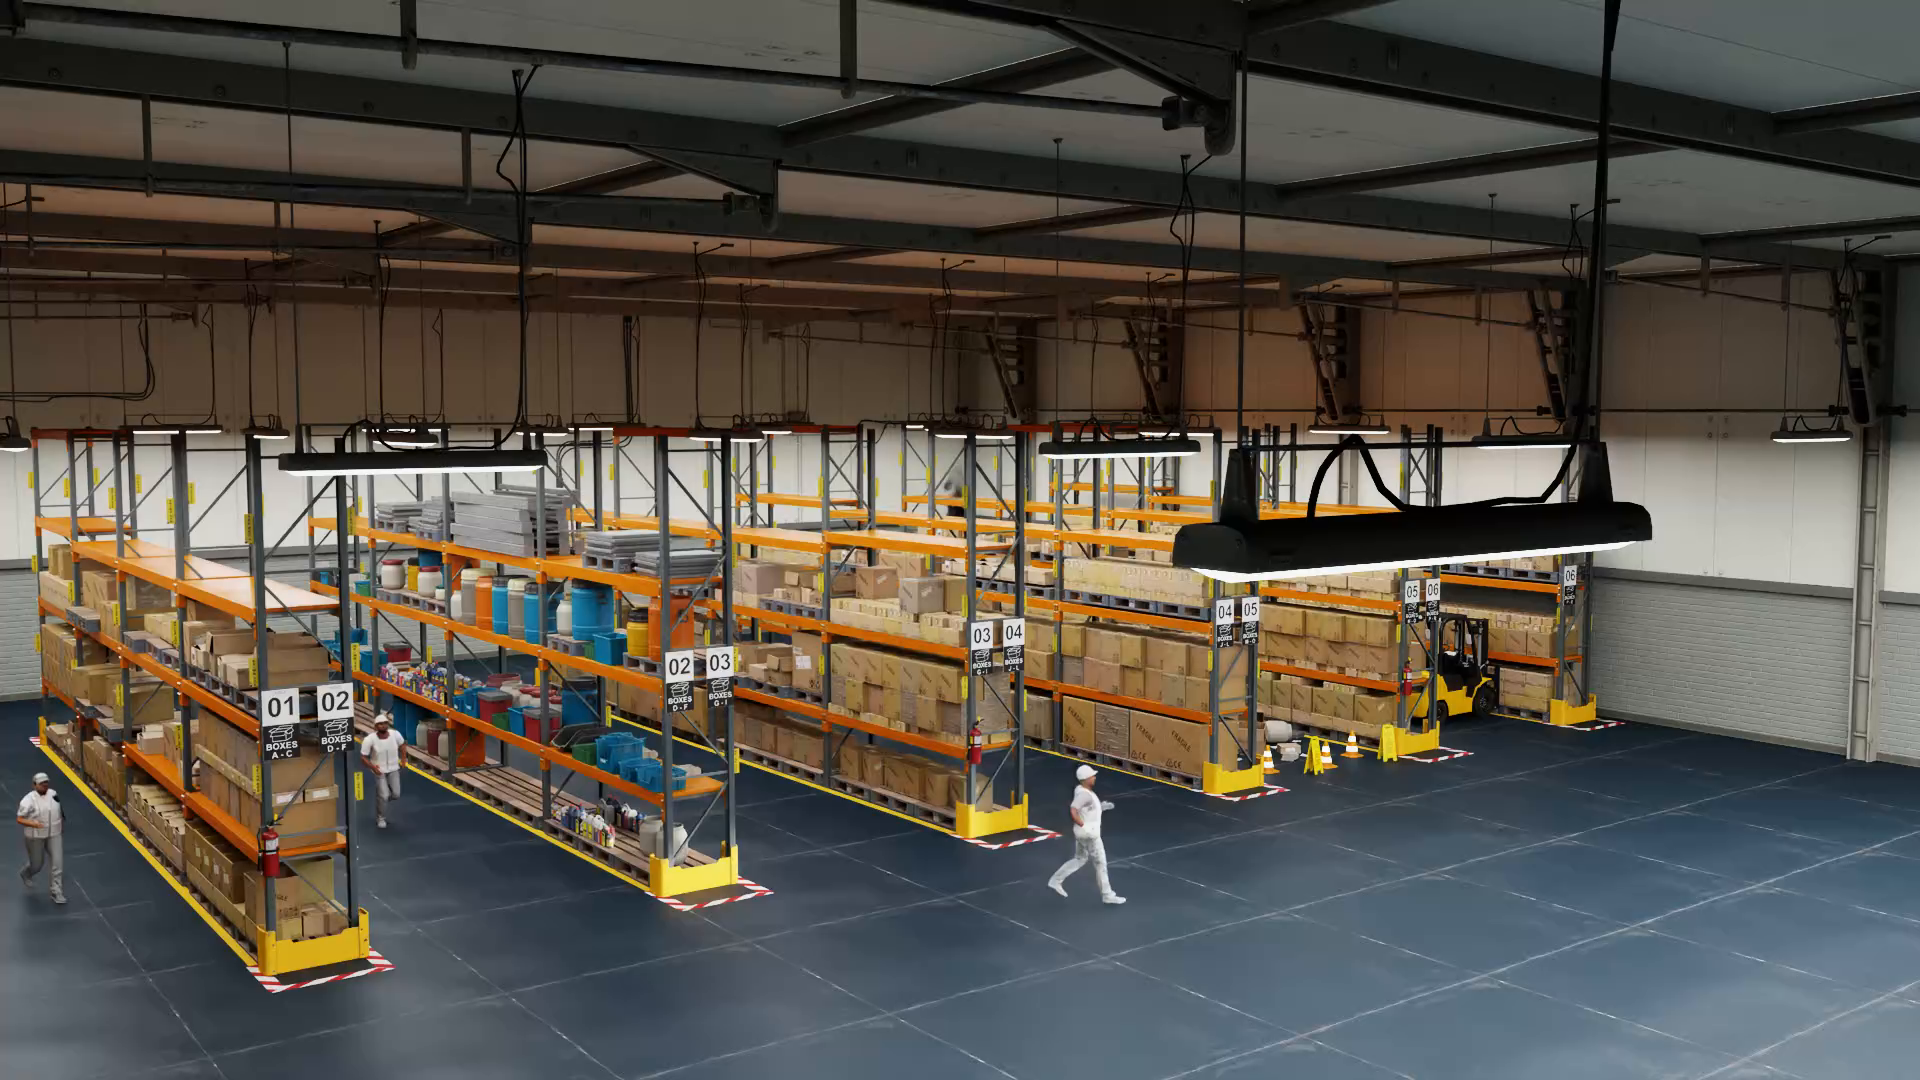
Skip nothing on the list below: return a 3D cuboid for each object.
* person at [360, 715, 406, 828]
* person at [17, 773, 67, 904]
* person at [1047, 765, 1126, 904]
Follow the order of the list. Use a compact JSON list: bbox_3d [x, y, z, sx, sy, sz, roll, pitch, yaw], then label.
[{"bbox_3d":[-8.737,3.497,25.261,0.722,1.729,0.649,-3,6,-37],"label":"person"},{"bbox_3d":[-11.832,3.821,21.451,0.891,1.664,0.609,3,6,37],"label":"person"},{"bbox_3d":[1.619,3.747,21.199,1.001,1.767,0.676,0,4,-6],"label":"person"}]
